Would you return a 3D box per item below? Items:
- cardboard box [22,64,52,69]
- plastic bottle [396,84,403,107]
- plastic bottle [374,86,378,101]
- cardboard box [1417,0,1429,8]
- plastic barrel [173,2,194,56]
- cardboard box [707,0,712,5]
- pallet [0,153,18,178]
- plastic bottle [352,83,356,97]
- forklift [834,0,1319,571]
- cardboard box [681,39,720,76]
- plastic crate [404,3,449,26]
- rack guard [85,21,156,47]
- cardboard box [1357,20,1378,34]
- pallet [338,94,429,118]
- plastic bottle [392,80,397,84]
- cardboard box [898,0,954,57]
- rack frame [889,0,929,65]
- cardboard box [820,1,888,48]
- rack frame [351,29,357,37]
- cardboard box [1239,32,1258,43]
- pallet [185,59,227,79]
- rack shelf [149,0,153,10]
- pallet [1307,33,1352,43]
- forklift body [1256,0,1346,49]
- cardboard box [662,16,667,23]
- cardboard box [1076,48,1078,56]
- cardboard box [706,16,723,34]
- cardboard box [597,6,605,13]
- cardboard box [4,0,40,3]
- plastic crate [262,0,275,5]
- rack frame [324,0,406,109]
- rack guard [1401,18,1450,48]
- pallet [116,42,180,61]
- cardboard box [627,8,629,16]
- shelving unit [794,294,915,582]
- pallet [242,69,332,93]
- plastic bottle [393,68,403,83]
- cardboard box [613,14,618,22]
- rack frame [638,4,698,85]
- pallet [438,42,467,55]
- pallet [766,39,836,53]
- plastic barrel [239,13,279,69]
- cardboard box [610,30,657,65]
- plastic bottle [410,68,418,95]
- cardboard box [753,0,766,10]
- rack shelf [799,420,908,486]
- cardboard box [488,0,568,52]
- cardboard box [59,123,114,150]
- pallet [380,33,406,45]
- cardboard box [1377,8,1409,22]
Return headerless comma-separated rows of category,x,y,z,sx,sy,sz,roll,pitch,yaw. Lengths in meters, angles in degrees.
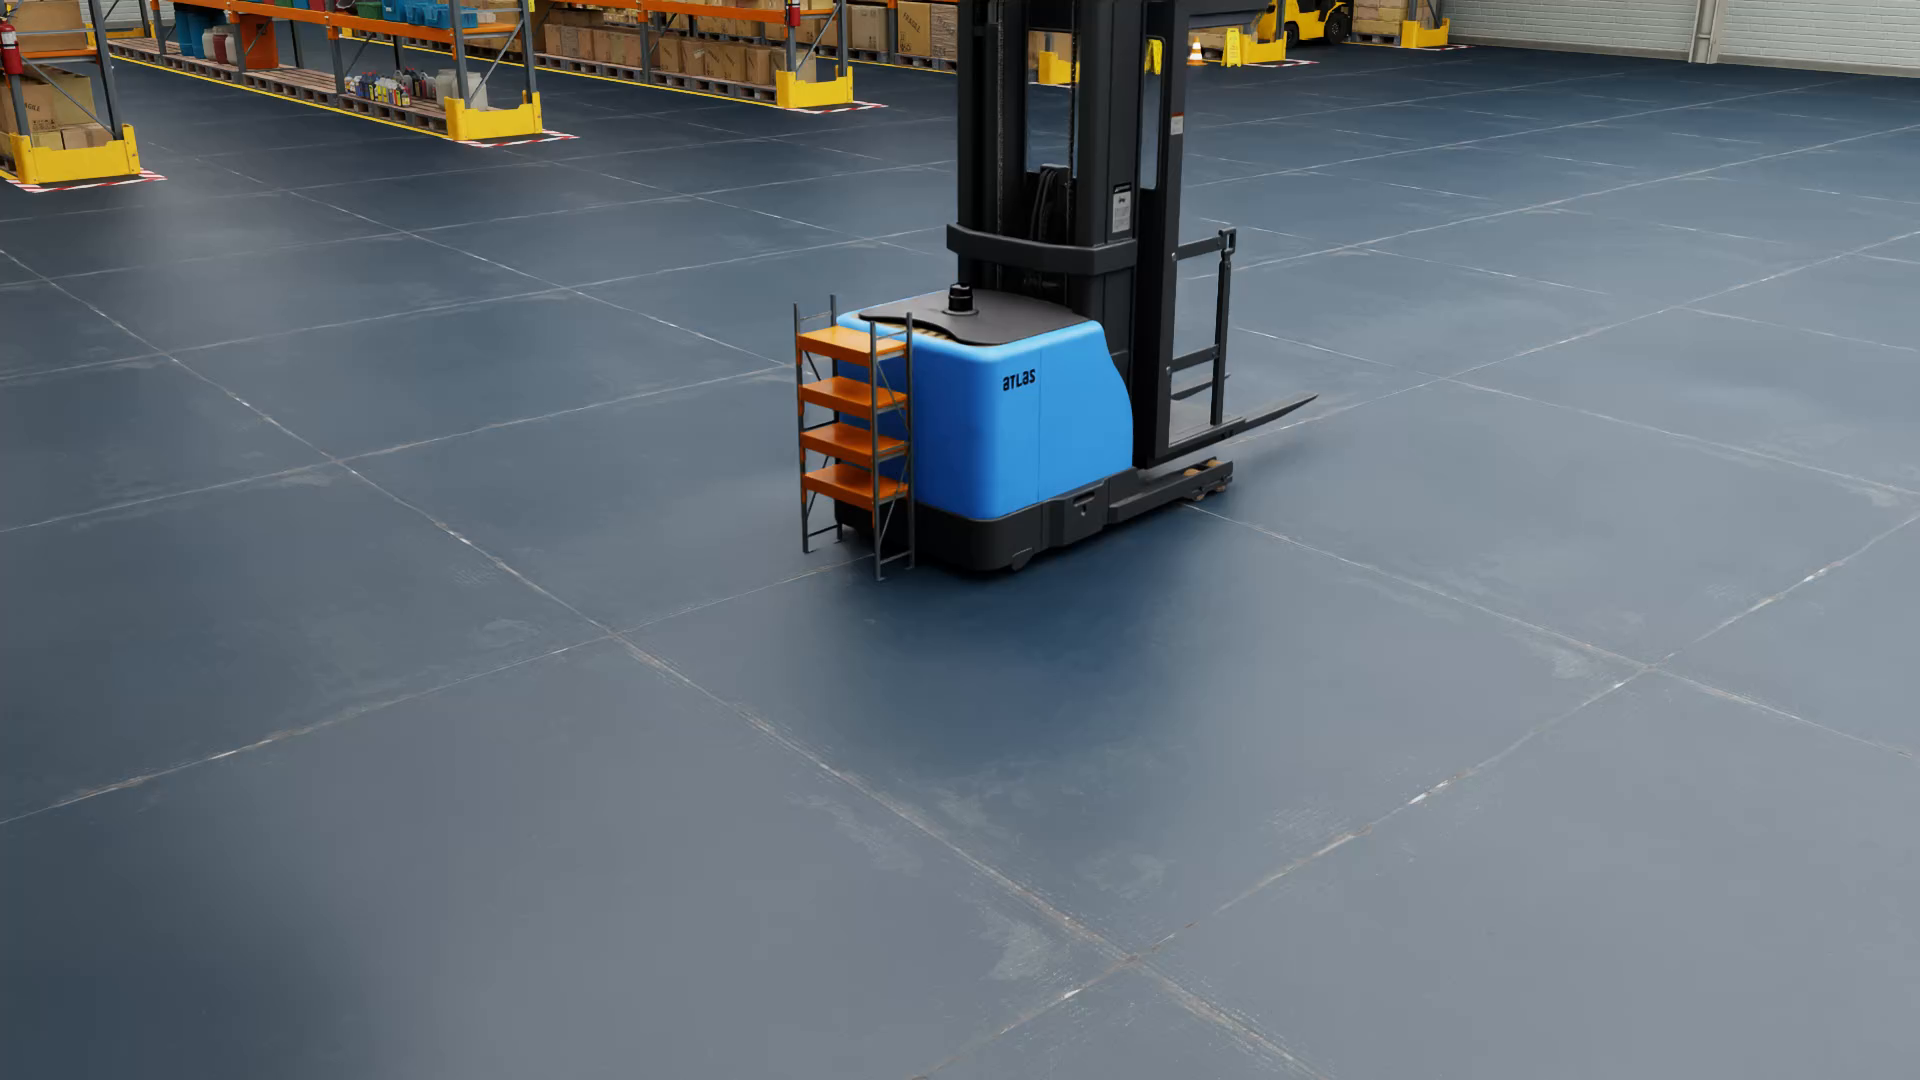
cardboard box,-11.049,-5.358,19.716,0.500,0.500,0.500,-17,27,-37
plastic bottle,-7.419,-5.891,22.034,0.061,0.283,0.133,-17,27,-36
plastic bottle,-7.906,-6.070,22.602,0.097,0.201,0.097,0,21,0
cardboard box,9.049,-10.800,33.268,0.500,0.250,0.500,-18,28,-38
plastic barrel,-13.289,-8.900,28.895,0.600,0.901,0.708,-17,27,-37
cardboard box,-3.558,-8.087,24.863,0.380,0.149,0.250,-17,27,-37
pallet,-10.084,-4.245,18.533,1.003,0.211,1.213,-17,27,-37
plastic bottle,-8.400,-6.279,23.136,0.097,0.201,0.097,0,21,0
forklift,0.770,-1.675,8.242,1.130,2.935,3.031,19,28,40
cardboard box,-4.046,-7.560,26.024,0.500,0.500,0.500,-9,23,-21
plastic crate,-6.771,-6.699,21.179,0.499,0.251,0.408,-17,27,-37
rack guard,-16.268,-9.781,32.270,1.175,0.500,0.348,-17,27,-37
cardboard box,8.356,-10.351,33.493,0.500,0.250,0.500,-17,27,-37
pallet,-8.002,-6.132,23.350,1.003,0.211,1.213,-17,27,-37
plastic bottle,-7.700,-6.113,22.610,0.152,0.276,0.135,-17,27,-37
cardboard box,-0.476,-8.973,29.119,0.875,0.875,0.875,-17,27,-37
rack frame,-0.833,-9.957,29.294,1.000,3.000,0.127,-17,27,-37
cardboard box,-1.933,-9.523,30.694,1.050,0.750,0.750,-17,27,-37
rack frame,-12.490,-12.120,34.815,1.000,3.000,0.127,-17,27,-37
cardboard box,5.145,-9.263,30.714,0.500,0.250,0.500,-18,28,-38
pallet,-12.358,-7.977,28.061,1.003,0.211,1.213,-17,27,-37
rack shelf,-14.937,-10.053,30.525,1.077,0.370,4.000,-17,27,-37
pallet,7.897,-10.481,34.454,1.003,0.211,1.213,-17,27,-37
forklift body,6.600,-10.936,32.955,2.313,2.155,1.214,-17,27,-37
cardboard box,-6.223,-11.286,36.020,0.380,0.149,0.250,-16,27,-36
cardboard box,1.781,-9.098,30.338,0.797,0.637,0.503,-17,27,-37
cardboard box,-4.765,-10.500,33.532,0.500,0.500,0.500,-19,28,-40
cardboard box,-7.826,-11.791,36.899,0.380,0.149,0.250,-19,28,-40
cardboard box,-9.947,-5.751,17.528,0.380,0.149,0.250,-18,28,-38
plastic crate,-10.197,-8.241,24.824,0.402,0.464,0.583,-17,27,-37
rack frame,-8.409,-7.626,23.340,1.000,3.000,0.127,-17,27,-37
rack guard,9.235,-10.071,33.011,1.175,0.500,0.348,-17,27,-37
pallet,-14.941,-9.069,30.848,1.003,0.211,1.213,-17,27,-37
cardboard box,-6.965,-11.420,35.953,0.380,0.149,0.250,-17,27,-37
shelving unit,-0.474,-0.463,7.521,0.503,1.200,0.258,19,28,40
pallet,-10.544,-7.209,26.100,1.003,0.211,1.213,-17,27,-37
plastic bottle,-7.880,-6.453,23.376,0.144,0.351,0.185,-17,27,-37
cardboard box,-7.364,-11.437,36.405,0.380,0.149,0.250,-17,27,-36
rack frame,-4.657,-8.805,26.351,1.000,3.000,0.127,-17,27,-37
pallet,-9.318,-9.521,32.004,1.003,0.211,1.213,-17,27,-37
pallet,-2.987,-9.528,32.022,1.003,0.211,1.213,-17,27,-37
plastic barrel,-11.352,-8.047,26.816,0.600,0.830,0.708,-17,27,-37
cardboard box,-5.338,-8.157,27.520,0.700,0.500,0.500,-18,27,-38
plastic bottle,-7.645,-6.435,23.329,0.144,0.351,0.185,-19,28,-40
cardboard box,-2.753,-7.738,23.972,0.380,0.149,0.250,-17,27,-37
rack shelf,-0.474,-0.401,7.546,0.480,0.148,0.258,19,28,40
cardboard box,-7.703,-9.312,29.983,1.225,0.875,0.875,-19,28,-40
cardboard box,-9.735,-4.459,18.449,0.500,0.250,0.500,-17,27,-37
pallet,-11.116,-10.282,33.947,1.003,0.211,1.213,-17,27,-37
cardboard box,8.665,-10.449,33.059,0.500,0.250,0.500,-18,28,-38
